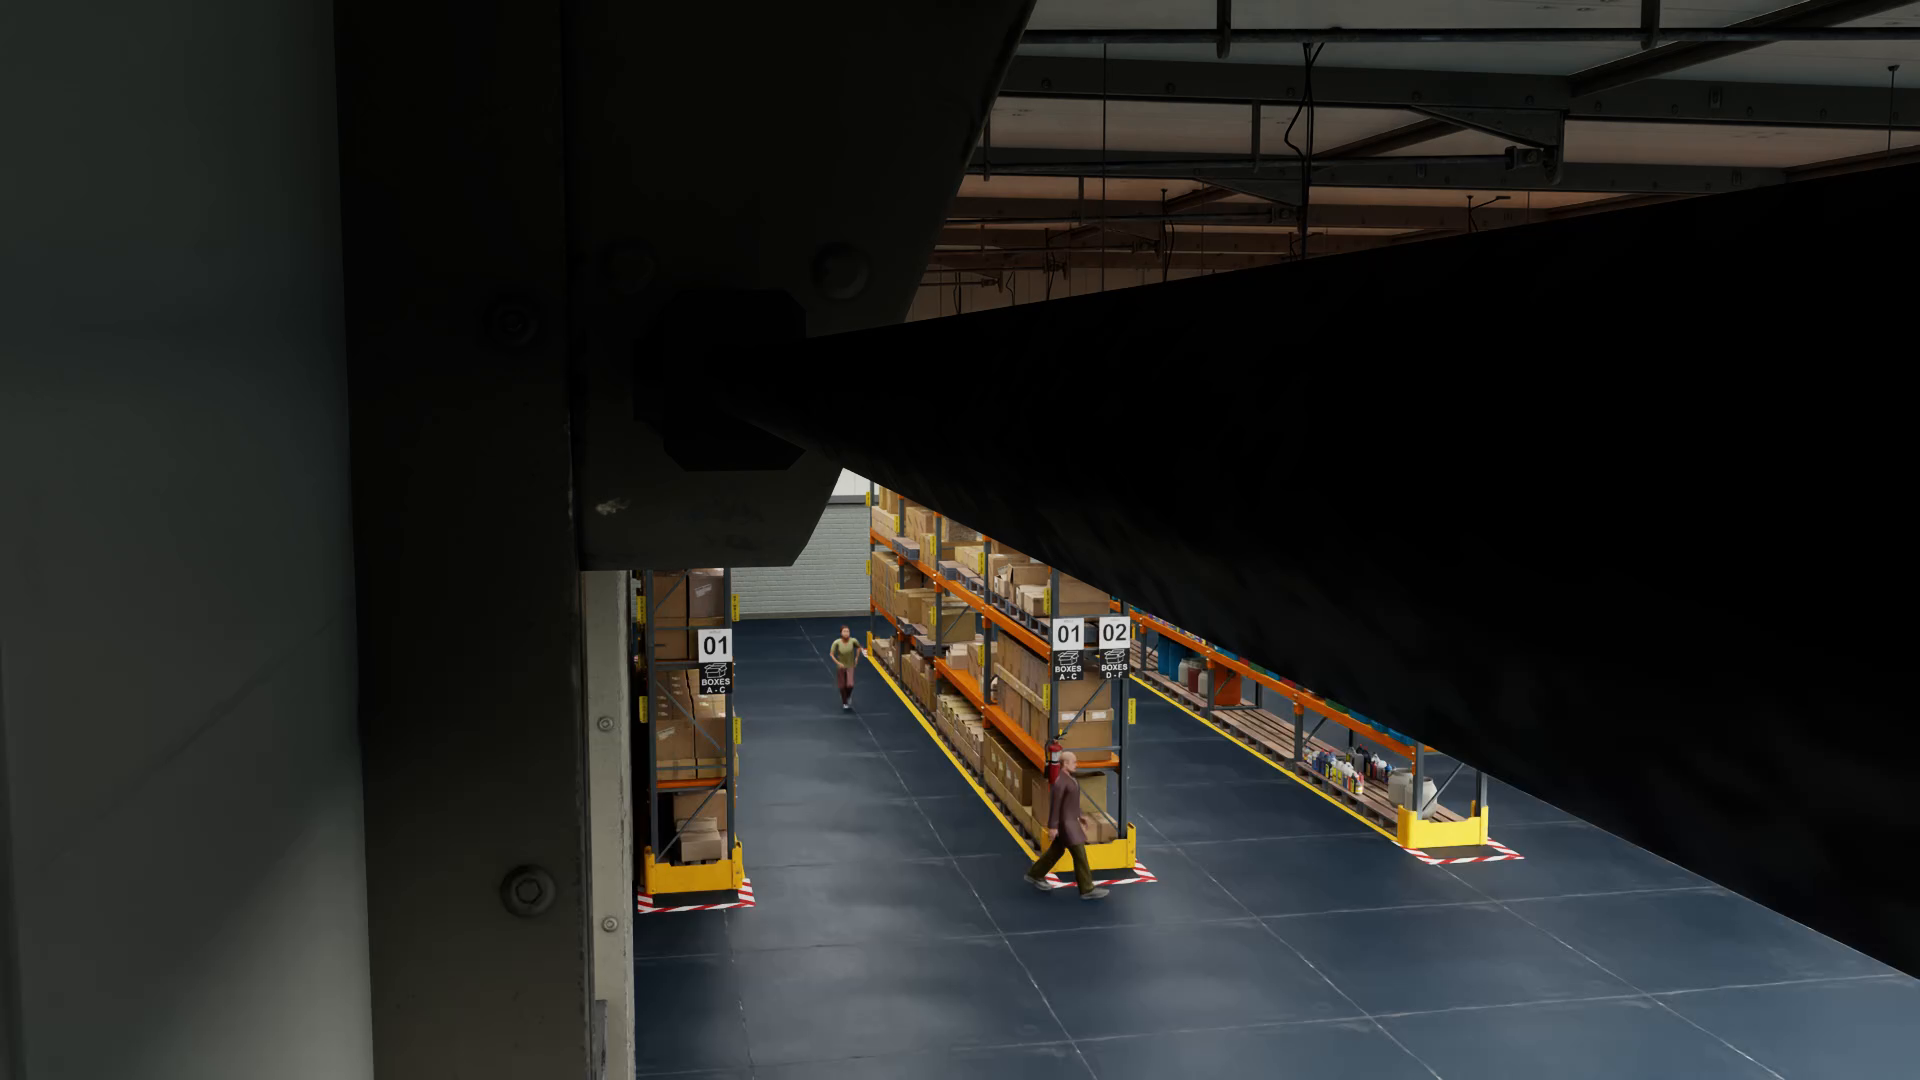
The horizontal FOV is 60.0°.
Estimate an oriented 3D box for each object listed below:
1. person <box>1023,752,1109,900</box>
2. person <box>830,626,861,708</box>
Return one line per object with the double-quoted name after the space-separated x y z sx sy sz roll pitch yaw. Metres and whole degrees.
1.273 3.398 19.911 1.035 1.754 0.557 0 6 4 "person"
-2.110 2.345 30.676 0.574 1.587 0.701 0 6 -2 "person"
